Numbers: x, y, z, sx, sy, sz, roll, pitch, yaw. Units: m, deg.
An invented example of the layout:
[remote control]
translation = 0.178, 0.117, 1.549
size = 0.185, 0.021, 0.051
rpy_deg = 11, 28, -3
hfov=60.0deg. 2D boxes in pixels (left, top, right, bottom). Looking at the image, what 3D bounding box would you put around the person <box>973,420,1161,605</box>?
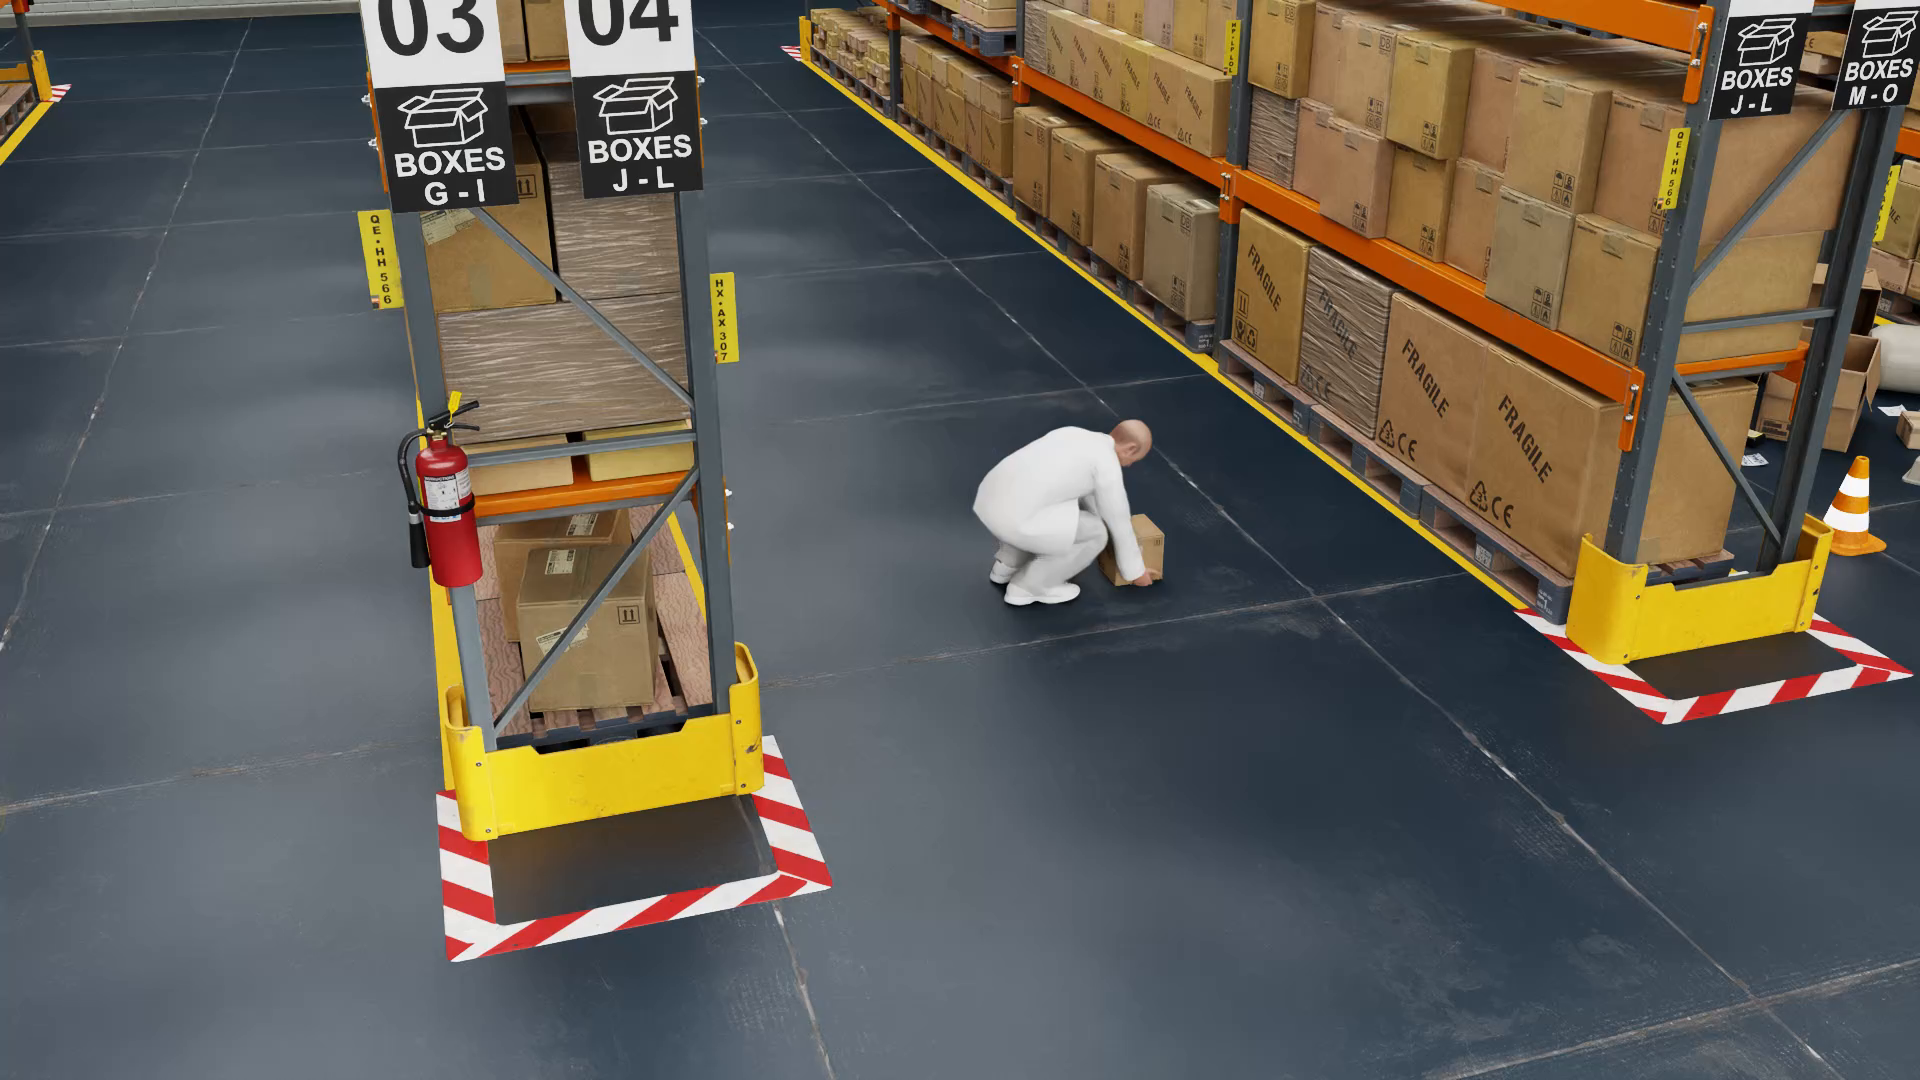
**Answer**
[person]
translation = 0.521, -0.101, 8.076
size = 0.914, 0.820, 0.579
rpy_deg = -8, 27, -17
